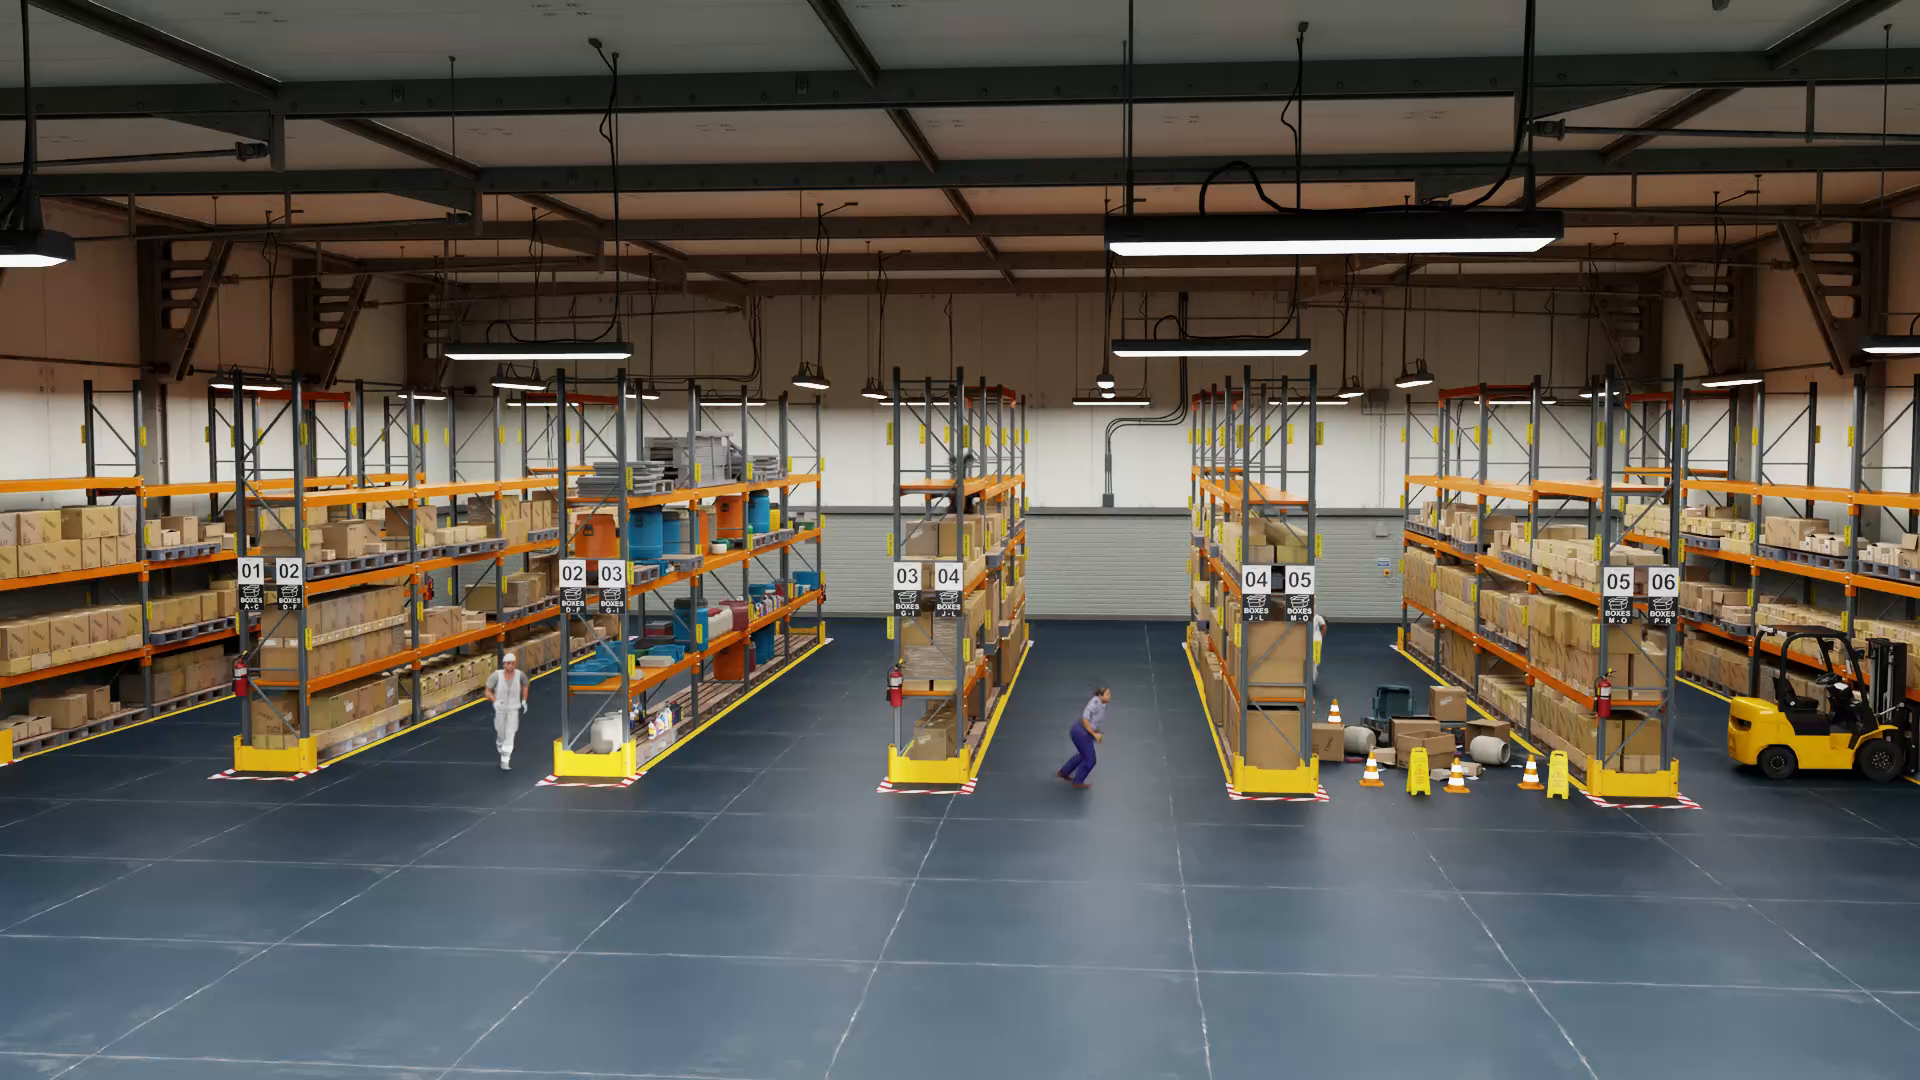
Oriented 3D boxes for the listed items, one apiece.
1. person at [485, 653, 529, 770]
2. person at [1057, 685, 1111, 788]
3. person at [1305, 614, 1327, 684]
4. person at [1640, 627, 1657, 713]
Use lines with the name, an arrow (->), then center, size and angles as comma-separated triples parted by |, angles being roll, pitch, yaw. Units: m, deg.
person -> -6.878, 2.563, 25.235 | 0.654, 1.750, 0.838 | -1, 4, -19
person -> 1.761, 2.786, 23.714 | 0.821, 1.506, 0.644 | 1, 4, 15
person -> 7.106, 2.110, 33.640 | 0.551, 1.669, 0.764 | 0, 4, -6
person -> 12.099, 2.367, 29.492 | 0.579, 1.638, 0.623 | 0, 4, 5
